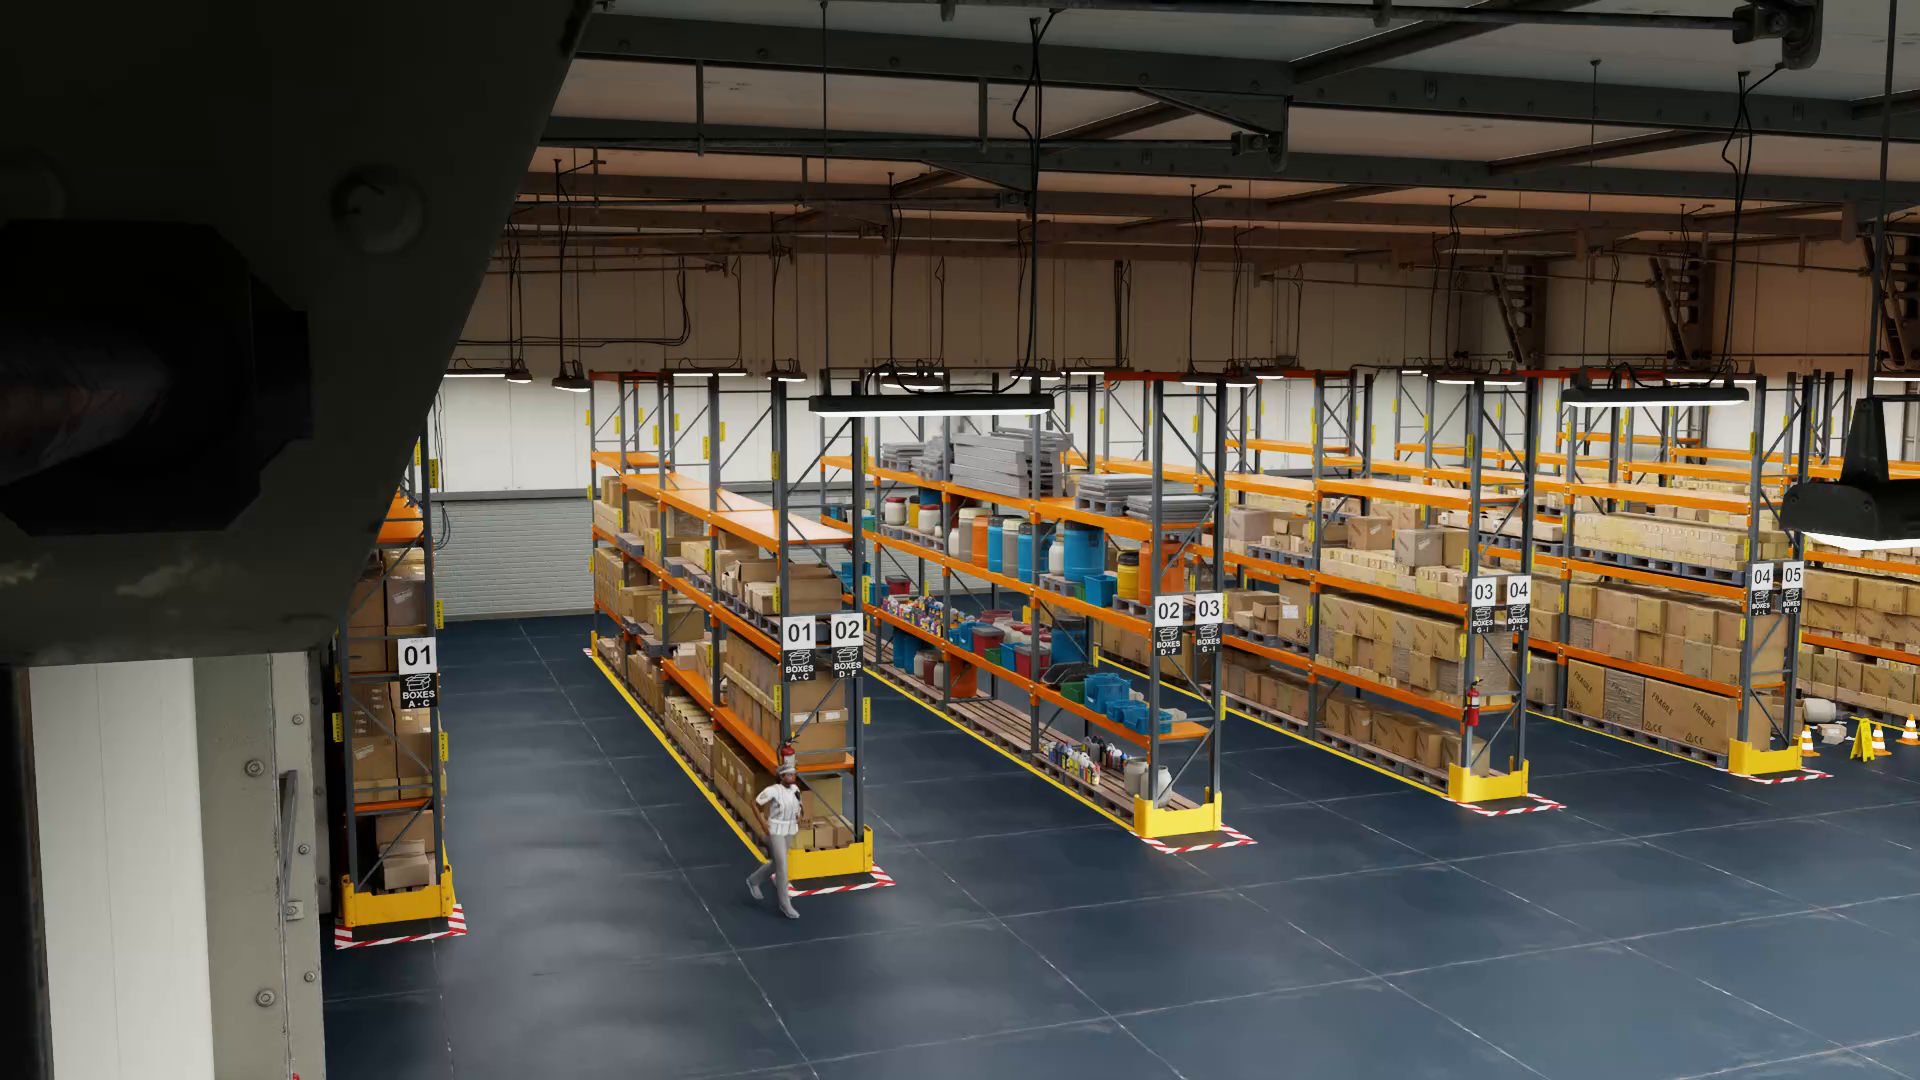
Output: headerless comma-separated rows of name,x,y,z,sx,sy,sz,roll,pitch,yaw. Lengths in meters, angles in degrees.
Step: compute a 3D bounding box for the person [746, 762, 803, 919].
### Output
person,-2.038,3.371,19.054,0.909,1.693,0.619,5,8,40
